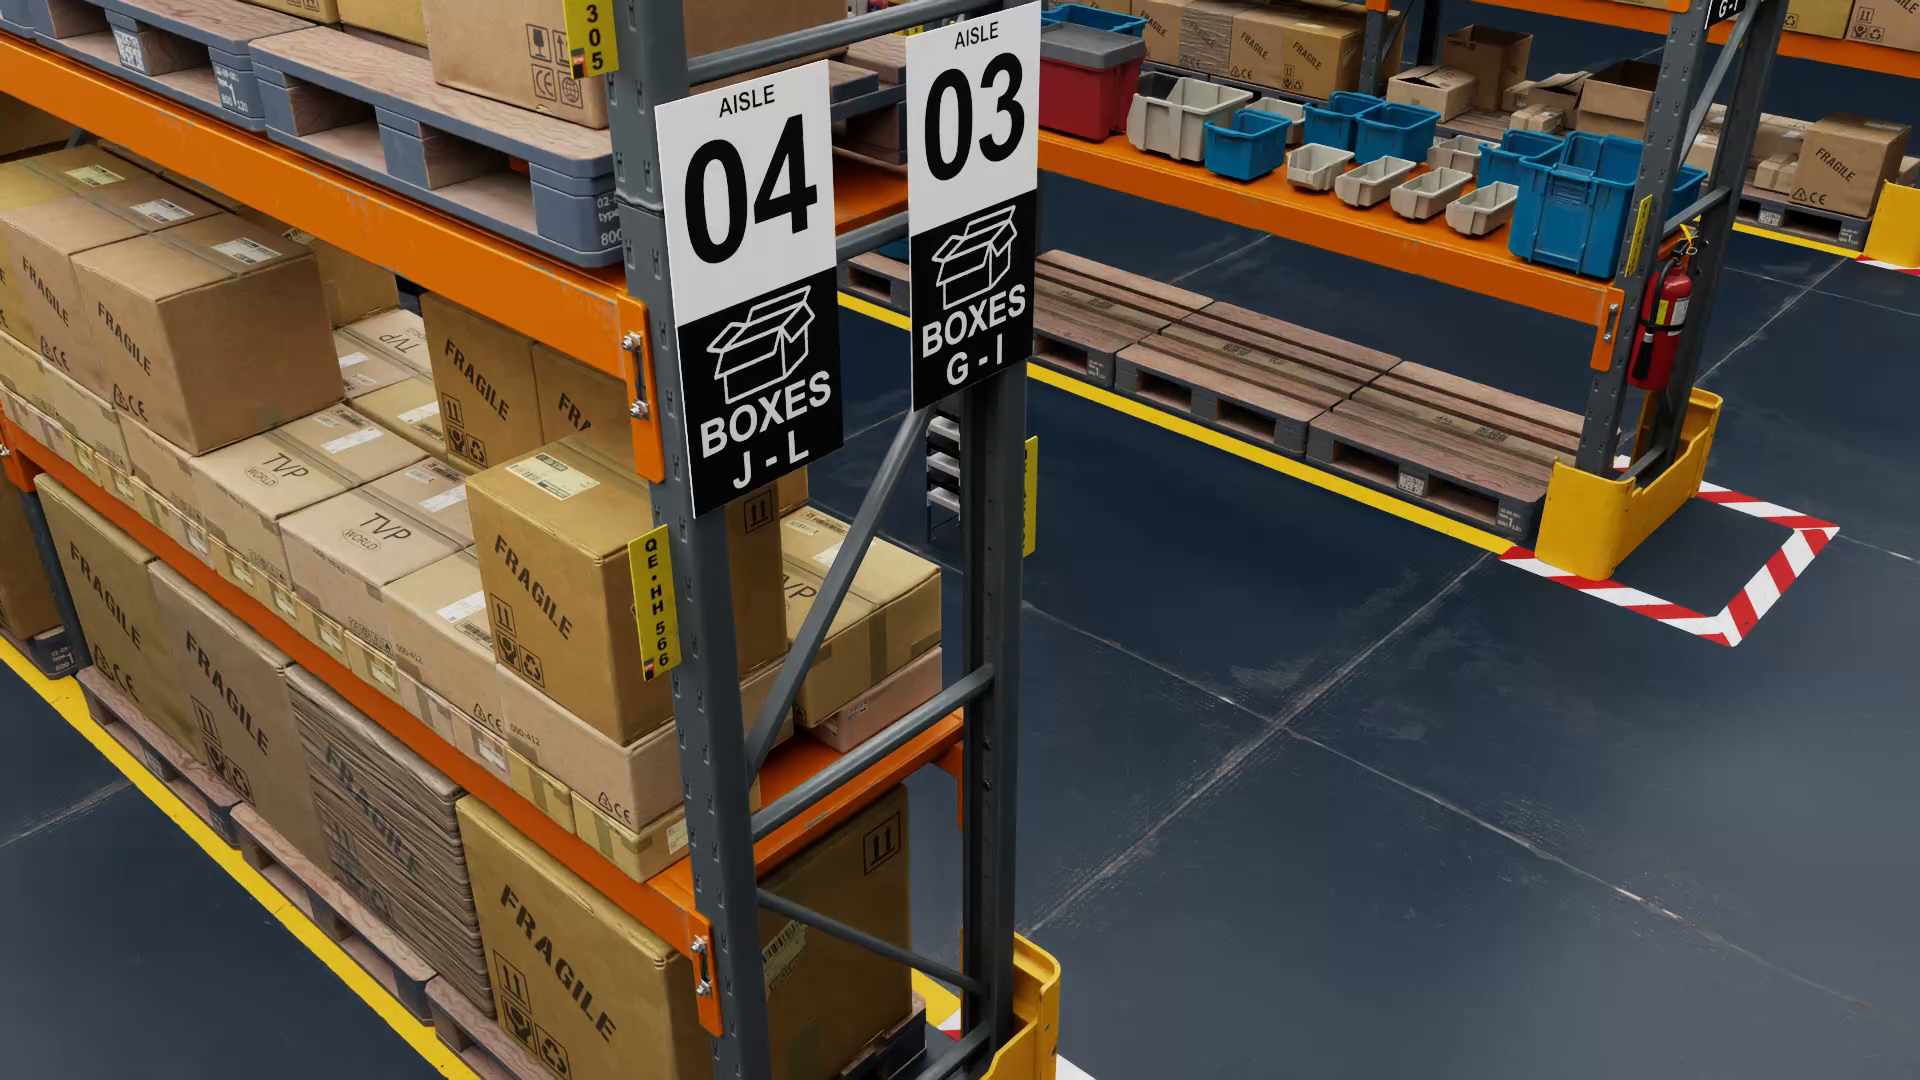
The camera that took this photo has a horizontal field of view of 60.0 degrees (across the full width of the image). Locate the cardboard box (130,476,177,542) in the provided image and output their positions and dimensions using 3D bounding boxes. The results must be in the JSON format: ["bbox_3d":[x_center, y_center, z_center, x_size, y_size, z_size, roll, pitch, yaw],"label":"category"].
[{"bbox_3d":[-2.416,-0.166,5.361,0.250,0.149,0.380,24,39,34],"label":"cardboard box"}]

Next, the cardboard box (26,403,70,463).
[{"bbox_3d":[-2.998,-0.436,5.809,0.250,0.149,0.380,24,38,34],"label":"cardboard box"}]

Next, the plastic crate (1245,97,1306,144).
[{"bbox_3d":[1.627,-2.183,8.665,0.466,0.136,0.293,25,39,35],"label":"plastic crate"}]

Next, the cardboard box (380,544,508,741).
[{"bbox_3d":[-1.136,0.215,4.341,0.500,0.250,0.500,24,39,34],"label":"cardboard box"}]

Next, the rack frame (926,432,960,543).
[{"bbox_3d":[-0.069,-0.418,7.572,0.006,0.900,0.240,25,39,35],"label":"rack frame"}]

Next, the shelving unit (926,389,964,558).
[{"bbox_3d":[0.006,-0.383,7.513,0.210,0.900,0.258,25,39,35],"label":"shelving unit"}]

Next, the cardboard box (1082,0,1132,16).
[{"bbox_3d":[1.402,-4.531,14.365,0.500,0.500,0.500,24,39,34],"label":"cardboard box"}]

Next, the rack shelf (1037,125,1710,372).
[{"bbox_3d":[1.617,-1.757,8.458,4.000,0.370,1.077,25,39,35],"label":"rack shelf"}]

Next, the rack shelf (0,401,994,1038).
[{"bbox_3d":[-1.706,0.137,5.312,4.000,0.370,1.077,25,39,35],"label":"rack shelf"}]

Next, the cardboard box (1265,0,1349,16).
[{"bbox_3d":[2.863,-4.209,13.830,0.500,0.500,0.500,26,39,36],"label":"cardboard box"}]

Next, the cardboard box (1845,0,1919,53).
[{"bbox_3d":[5.912,-3.360,10.326,0.500,0.500,0.500,26,40,36],"label":"cardboard box"}]

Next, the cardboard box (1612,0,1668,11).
[{"bbox_3d":[4.786,-3.887,11.202,0.500,0.500,0.500,24,39,34],"label":"cardboard box"}]

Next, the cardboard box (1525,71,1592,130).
[{"bbox_3d":[4.630,-3.339,12.568,0.500,0.311,0.500,25,39,35],"label":"cardboard box"}]

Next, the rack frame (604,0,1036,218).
[{"bbox_3d":[-0.223,-2.050,2.429,0.127,3.000,1.000,25,39,35],"label":"rack frame"}]

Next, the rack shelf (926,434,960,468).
[{"bbox_3d":[0.006,-0.431,7.484,0.200,0.077,0.258,25,39,35],"label":"rack shelf"}]

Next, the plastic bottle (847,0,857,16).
[{"bbox_3d":[-0.742,-3.273,10.398,0.135,0.276,0.152,25,39,35],"label":"plastic bottle"}]

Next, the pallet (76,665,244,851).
[{"bbox_3d":[-2.678,0.624,6.509,1.213,0.211,1.003,25,39,35],"label":"pallet"}]

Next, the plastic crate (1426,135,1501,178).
[{"bbox_3d":[2.453,-1.875,8.153,0.298,0.136,0.250,25,39,35],"label":"plastic crate"}]

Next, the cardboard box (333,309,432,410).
[{"bbox_3d":[-1.922,-0.520,5.562,0.500,0.250,0.500,26,40,36],"label":"cardboard box"}]

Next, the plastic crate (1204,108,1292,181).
[{"bbox_3d":[1.406,-1.940,8.168,0.300,0.233,0.416,25,39,35],"label":"plastic crate"}]

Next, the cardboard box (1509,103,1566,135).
[{"bbox_3d":[4.275,-3.102,12.314,0.250,0.166,0.380,25,39,35],"label":"cardboard box"}]

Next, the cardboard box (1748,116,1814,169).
[{"bbox_3d":[5.843,-2.746,11.643,0.500,0.250,0.500,25,39,35],"label":"cardboard box"}]

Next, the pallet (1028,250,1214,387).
[{"bbox_3d":[0.706,-1.323,9.744,1.213,0.211,1.003,25,39,35],"label":"pallet"}]

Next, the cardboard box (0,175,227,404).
[{"bbox_3d":[-2.646,-0.811,5.319,0.500,0.500,0.500,25,39,35],"label":"cardboard box"}]

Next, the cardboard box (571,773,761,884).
[{"bbox_3d":[-0.708,0.631,4.037,0.250,0.149,0.380,26,40,36],"label":"cardboard box"}]

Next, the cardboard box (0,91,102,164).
[{"bbox_3d":[-3.668,-1.554,6.354,0.637,0.503,0.797,24,38,34],"label":"cardboard box"}]

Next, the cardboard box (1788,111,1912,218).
[{"bbox_3d":[5.859,-2.478,10.954,0.500,0.500,0.500,25,39,35],"label":"cardboard box"}]

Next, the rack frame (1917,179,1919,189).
[{"bbox_3d":[6.427,-3.266,10.267,0.127,3.000,1.000,25,39,35],"label":"rack frame"}]

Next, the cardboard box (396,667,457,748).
[{"bbox_3d":[-1.273,0.367,4.475,0.250,0.149,0.380,26,40,36],"label":"cardboard box"}]

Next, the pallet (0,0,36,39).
[{"bbox_3d":[-2.589,-1.824,5.049,1.213,0.211,1.003,25,39,35],"label":"pallet"}]

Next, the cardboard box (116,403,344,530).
[{"bbox_3d":[-2.263,-0.313,5.218,0.500,0.250,0.500,26,40,36],"label":"cardboard box"}]

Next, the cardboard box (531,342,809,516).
[{"bbox_3d":[-0.769,-0.306,4.480,0.500,0.500,0.500,24,38,34],"label":"cardboard box"}]

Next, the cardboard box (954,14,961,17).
[{"bbox_3d":[-0.058,-5.126,15.615,0.500,0.250,0.500,26,40,36],"label":"cardboard box"}]

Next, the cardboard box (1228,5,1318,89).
[{"bbox_3d":[2.542,-4.004,13.489,0.500,0.500,0.500,25,39,35],"label":"cardboard box"}]

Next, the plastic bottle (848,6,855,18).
[{"bbox_3d":[-0.670,-2.985,9.847,0.185,0.351,0.144,25,39,35],"label":"plastic bottle"}]

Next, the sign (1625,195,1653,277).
[{"bbox_3d":[2.743,-1.227,6.722,0.005,0.325,0.100,25,39,35],"label":"sign"}]

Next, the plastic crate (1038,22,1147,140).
[{"bbox_3d":[0.628,-2.406,8.718,0.583,0.464,0.402,25,39,35],"label":"plastic crate"}]

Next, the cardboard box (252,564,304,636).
[{"bbox_3d":[-1.841,0.102,4.916,0.250,0.149,0.380,26,40,36],"label":"cardboard box"}]

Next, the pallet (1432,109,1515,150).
[{"bbox_3d":[3.970,-3.218,12.891,1.213,0.211,1.003,25,39,35],"label":"pallet"}]

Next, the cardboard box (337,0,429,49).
[{"bbox_3d":[-0.981,-1.430,3.708,0.500,0.500,0.700,23,38,33],"label":"cardboard box"}]

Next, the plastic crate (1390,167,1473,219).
[{"bbox_3d":[2.169,-1.605,7.705,0.243,0.136,0.396,25,39,35],"label":"plastic crate"}]

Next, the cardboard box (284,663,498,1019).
[{"bbox_3d":[-1.426,0.745,5.257,0.875,0.875,0.875,25,39,35],"label":"cardboard box"}]

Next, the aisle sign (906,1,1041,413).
[{"bbox_3d":[0.031,-0.683,3.455,0.004,0.787,0.394,25,39,35],"label":"aisle sign"}]

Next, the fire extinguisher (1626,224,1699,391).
[{"bbox_3d":[2.907,-0.954,6.864,0.183,0.674,0.296,25,39,35],"label":"fire extinguisher"}]

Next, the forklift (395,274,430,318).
[{"bbox_3d":[-2.606,-2.166,8.505,3.031,2.935,1.130,20,36,29],"label":"forklift"}]

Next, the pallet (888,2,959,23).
[{"bbox_3d":[-0.089,-5.140,16.084,1.213,0.211,1.003,25,39,35],"label":"pallet"}]

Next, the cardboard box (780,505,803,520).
[{"bbox_3d":[-0.788,0.011,4.681,0.500,0.250,0.500,24,39,35],"label":"cardboard box"}]

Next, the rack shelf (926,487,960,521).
[{"bbox_3d":[0.006,-0.200,7.623,0.200,0.077,0.258,25,39,35],"label":"rack shelf"}]

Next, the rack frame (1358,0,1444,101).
[{"bbox_3d":[3.461,-4.651,12.567,0.127,3.000,1.000,25,39,35],"label":"rack frame"}]

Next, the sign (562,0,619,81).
[{"bbox_3d":[-0.598,-0.907,2.658,0.005,0.325,0.100,25,39,35],"label":"sign"}]

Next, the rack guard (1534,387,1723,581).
[{"bbox_3d":[3.127,-0.299,7.762,0.348,0.500,1.175,25,39,35],"label":"rack guard"}]

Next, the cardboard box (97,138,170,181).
[{"bbox_3d":[-2.669,-1.191,5.950,0.500,0.500,0.500,26,40,36],"label":"cardboard box"}]
